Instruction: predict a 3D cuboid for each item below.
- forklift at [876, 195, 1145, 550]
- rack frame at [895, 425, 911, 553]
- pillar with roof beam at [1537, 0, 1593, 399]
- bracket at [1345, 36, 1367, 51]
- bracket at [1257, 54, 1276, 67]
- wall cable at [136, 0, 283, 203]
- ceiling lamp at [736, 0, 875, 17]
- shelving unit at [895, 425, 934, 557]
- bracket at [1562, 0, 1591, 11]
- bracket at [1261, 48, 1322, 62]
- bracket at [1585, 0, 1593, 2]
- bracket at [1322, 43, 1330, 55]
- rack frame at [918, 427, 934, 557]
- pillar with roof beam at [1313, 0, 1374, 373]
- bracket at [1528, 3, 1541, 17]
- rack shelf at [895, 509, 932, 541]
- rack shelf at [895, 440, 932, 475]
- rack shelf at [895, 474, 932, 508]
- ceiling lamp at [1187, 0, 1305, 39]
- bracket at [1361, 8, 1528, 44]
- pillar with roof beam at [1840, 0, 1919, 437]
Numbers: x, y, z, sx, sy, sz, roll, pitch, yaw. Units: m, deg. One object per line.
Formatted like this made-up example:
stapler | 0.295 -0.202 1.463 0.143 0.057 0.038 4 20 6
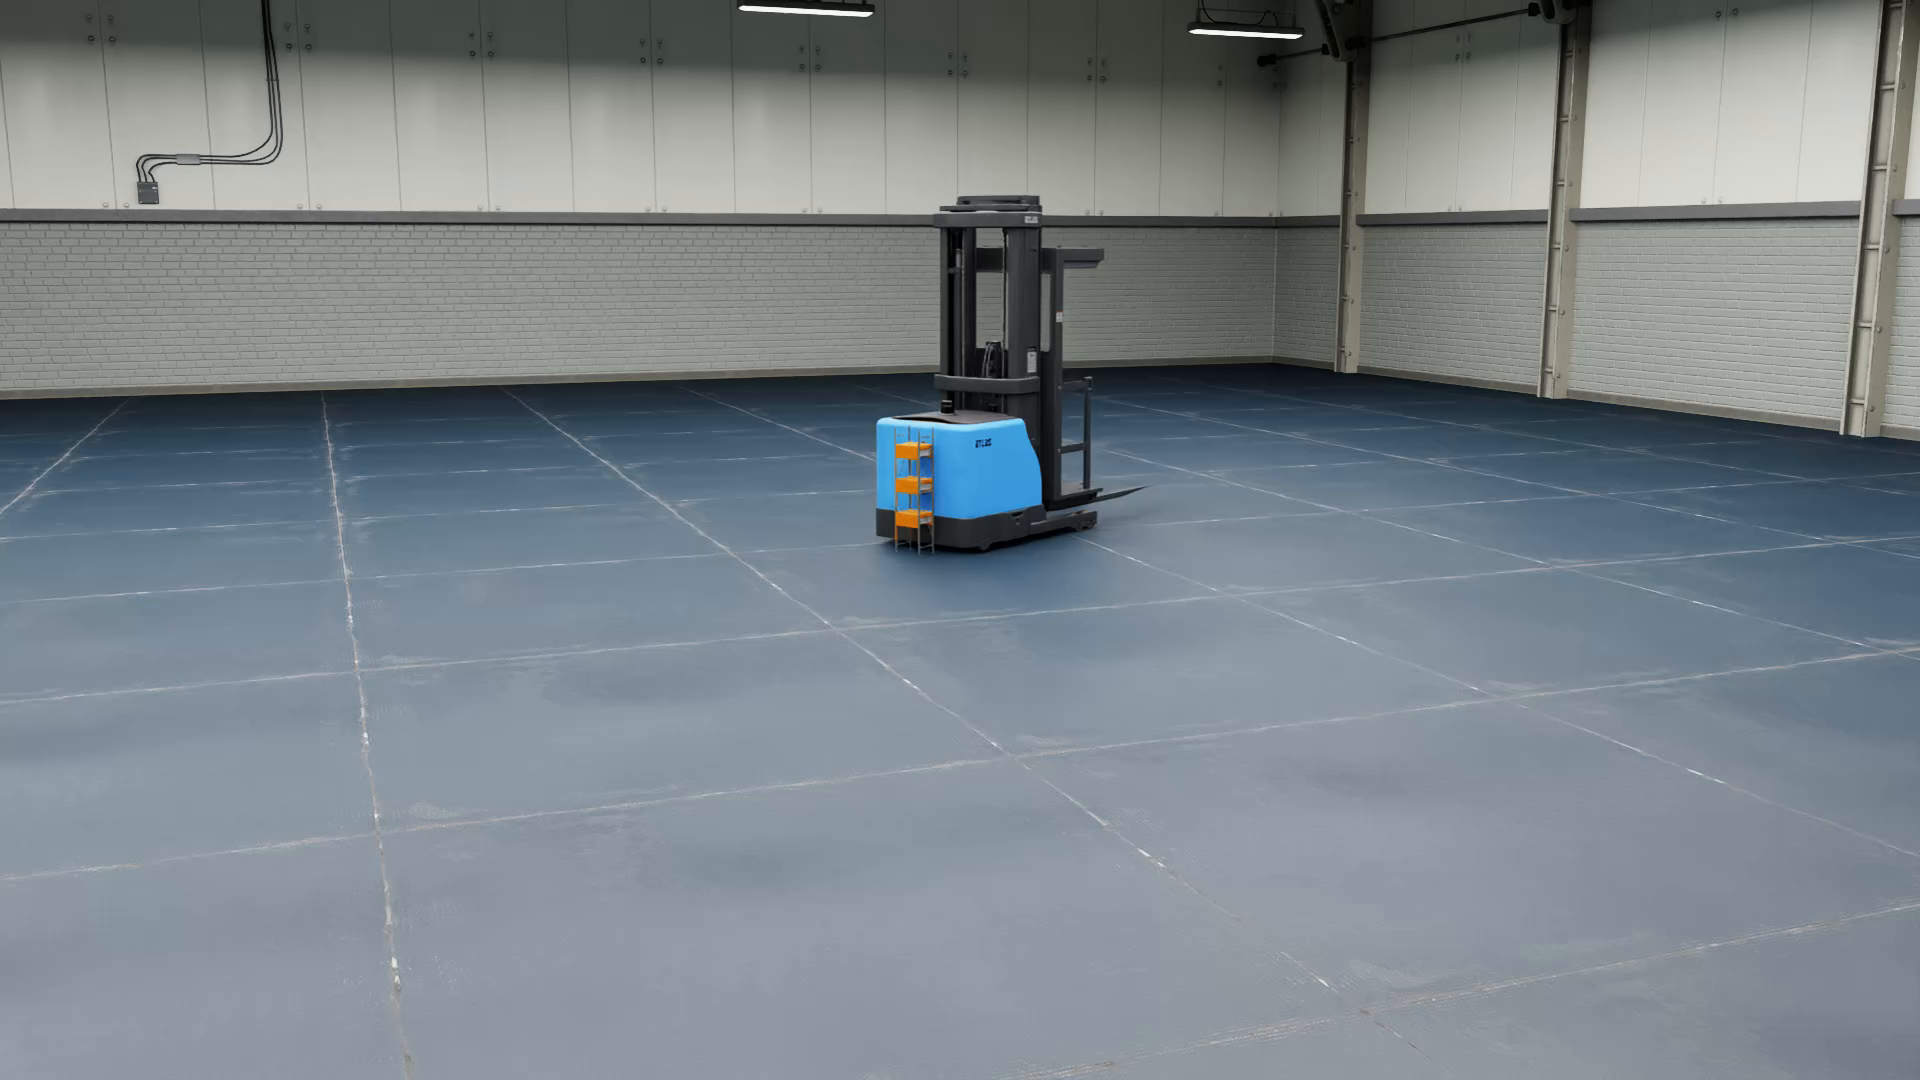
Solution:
forklift | 0.585 -1.564 14.845 1.130 2.935 3.031 8 13 38
rack frame | -0.472 -0.419 13.778 0.008 1.050 0.200 8 13 37
pillar with roof beam | 5.904 -6.544 25.516 9.100 9.000 0.548 -4 11 -21
bracket | 7.562 -9.479 31.735 0.235 0.232 0.430 -4 11 -21
bracket | 6.402 -10.001 34.672 0.235 0.232 0.430 -4 11 -21
wall cable | -12.598 -8.637 27.569 2.305 6.003 0.169 -4 11 -21
ceiling lamp | -2.322 -9.259 24.112 2.000 3.185 0.800 -4 11 -21
shelving unit | -0.375 -0.406 13.705 0.252 1.050 0.215 8 13 37
bracket | 9.736 -8.499 26.229 0.235 0.232 0.430 -4 11 -21
bracket | 6.616 -9.905 34.130 0.076 0.066 3.189 -4 11 -21
bracket | 10.670 -8.079 23.865 0.076 0.066 4.783 -4 11 -21
bracket | 7.261 -9.614 32.497 0.235 0.232 0.430 -4 11 -21
rack frame | -0.278 -0.393 13.632 0.008 1.050 0.200 8 13 37
pillar with roof beam | 3.730 -7.524 31.022 9.100 9.000 0.548 -4 11 -21
bracket | 9.435 -8.635 26.991 0.235 0.232 0.430 -4 11 -21
rack shelf | -0.375 -0.122 13.755 0.240 0.259 0.215 8 13 37
rack shelf | -0.375 -0.675 13.657 0.240 0.259 0.215 8 13 37
rack shelf | -0.375 -0.396 13.707 0.240 0.259 0.215 8 13 37
ceiling lamp | 4.519 -9.725 26.731 2.000 3.185 0.800 -4 11 -21
bracket | 8.495 -9.058 29.371 0.076 0.066 4.783 -4 11 -21
pillar with roof beam | 8.078 -5.565 20.010 9.100 9.000 0.400 -4 11 -21
